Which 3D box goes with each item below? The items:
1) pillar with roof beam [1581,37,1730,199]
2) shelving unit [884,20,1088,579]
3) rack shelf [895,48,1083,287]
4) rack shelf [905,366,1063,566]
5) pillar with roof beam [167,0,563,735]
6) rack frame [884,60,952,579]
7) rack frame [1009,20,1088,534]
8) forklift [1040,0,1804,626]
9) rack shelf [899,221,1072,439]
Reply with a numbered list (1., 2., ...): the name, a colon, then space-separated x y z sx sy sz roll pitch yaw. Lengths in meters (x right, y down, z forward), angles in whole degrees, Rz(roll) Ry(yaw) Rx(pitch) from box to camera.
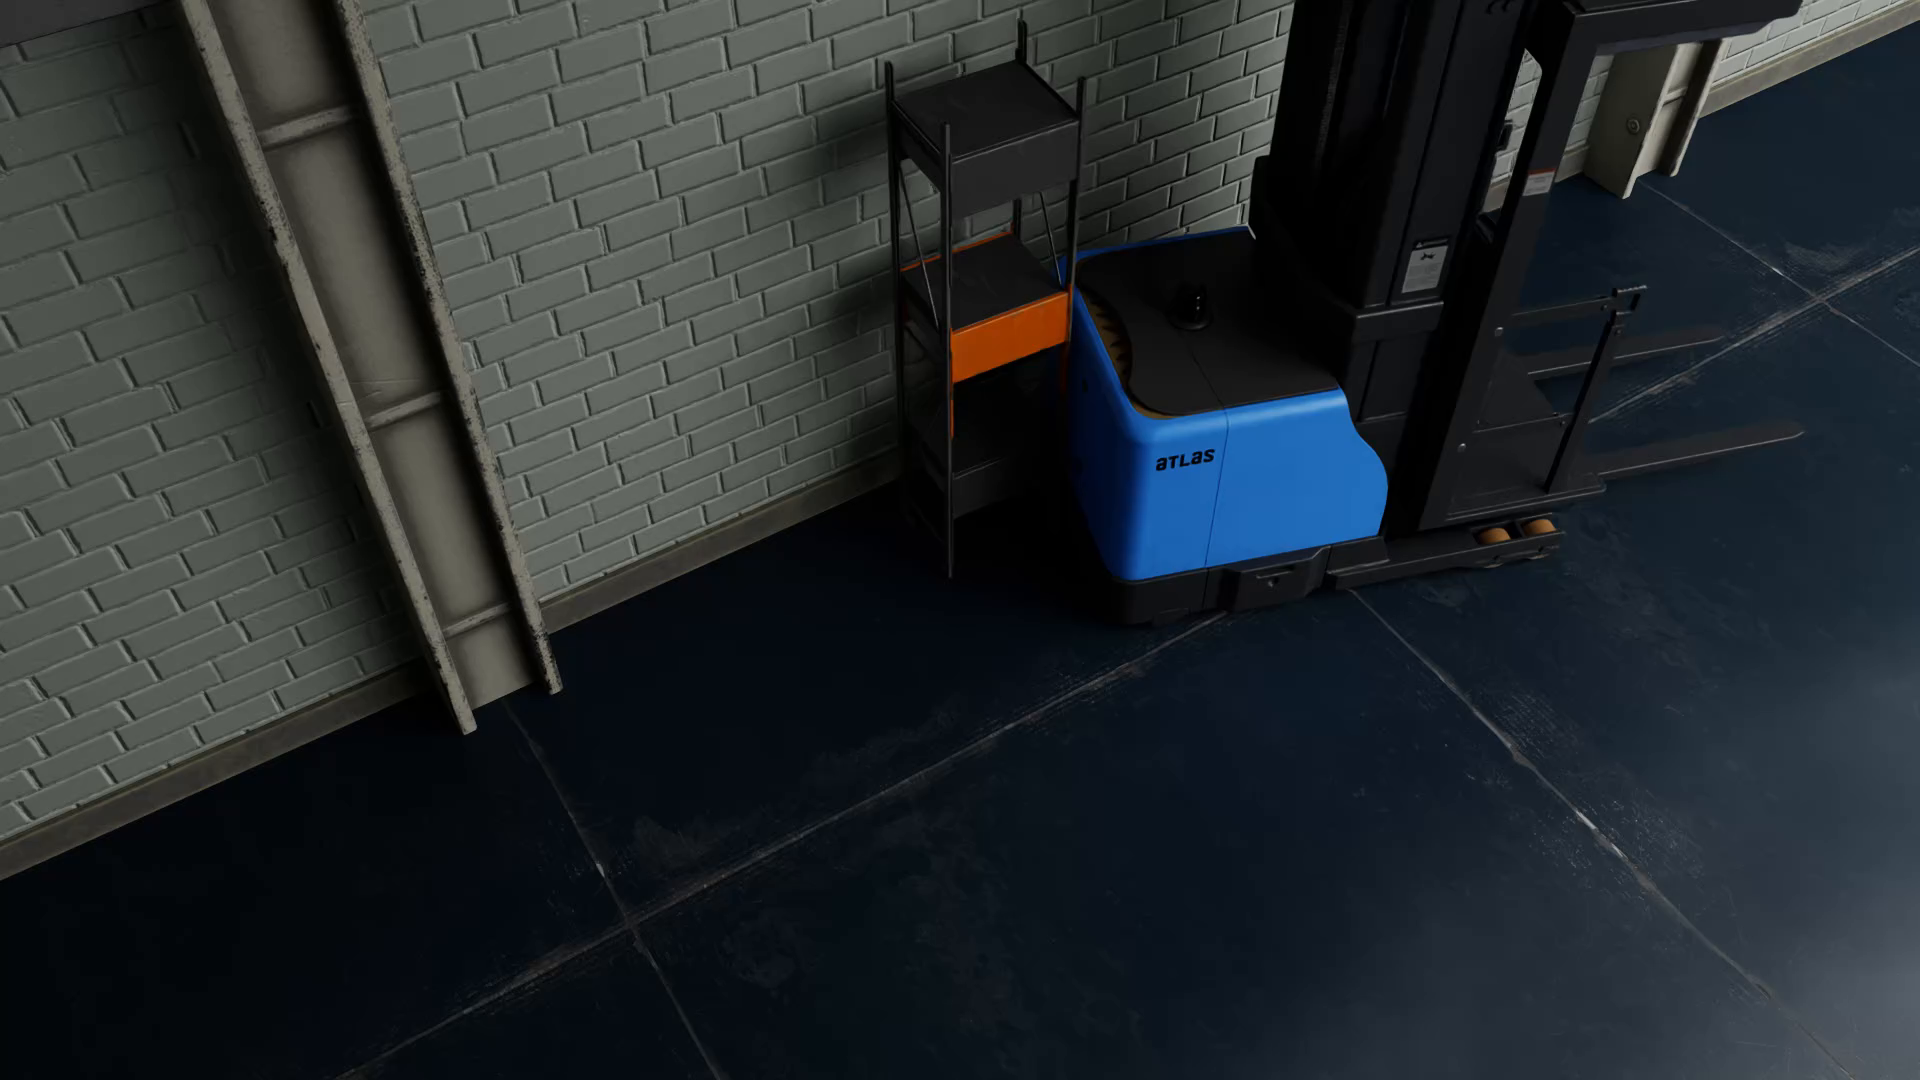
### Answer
1. pillar with roof beam: 5.644 -2.128 2.564 0.400 9.000 9.100 -25 53 -21
2. shelving unit: 0.079 -0.766 5.971 0.503 2.100 0.431 -22 52 -19
3. rack shelf: 0.079 -1.222 5.459 0.480 0.518 0.431 -22 52 -19
4. rack shelf: 0.079 -0.291 6.504 0.480 0.518 0.431 -22 52 -19
5. pillar with roof beam: 0.570 0.263 0.435 0.400 9.000 9.100 -25 53 -21
6. rack frame: -0.135 -0.678 5.893 0.015 2.100 0.400 -22 52 -19
7. rack frame: 0.293 -0.854 6.050 0.015 2.100 0.400 -22 52 -19
8. forklift: 1.899 -1.239 5.836 3.031 2.935 1.130 -10 49 -9
9. rack shelf: 0.079 -0.757 5.981 0.480 0.518 0.431 -22 52 -19
